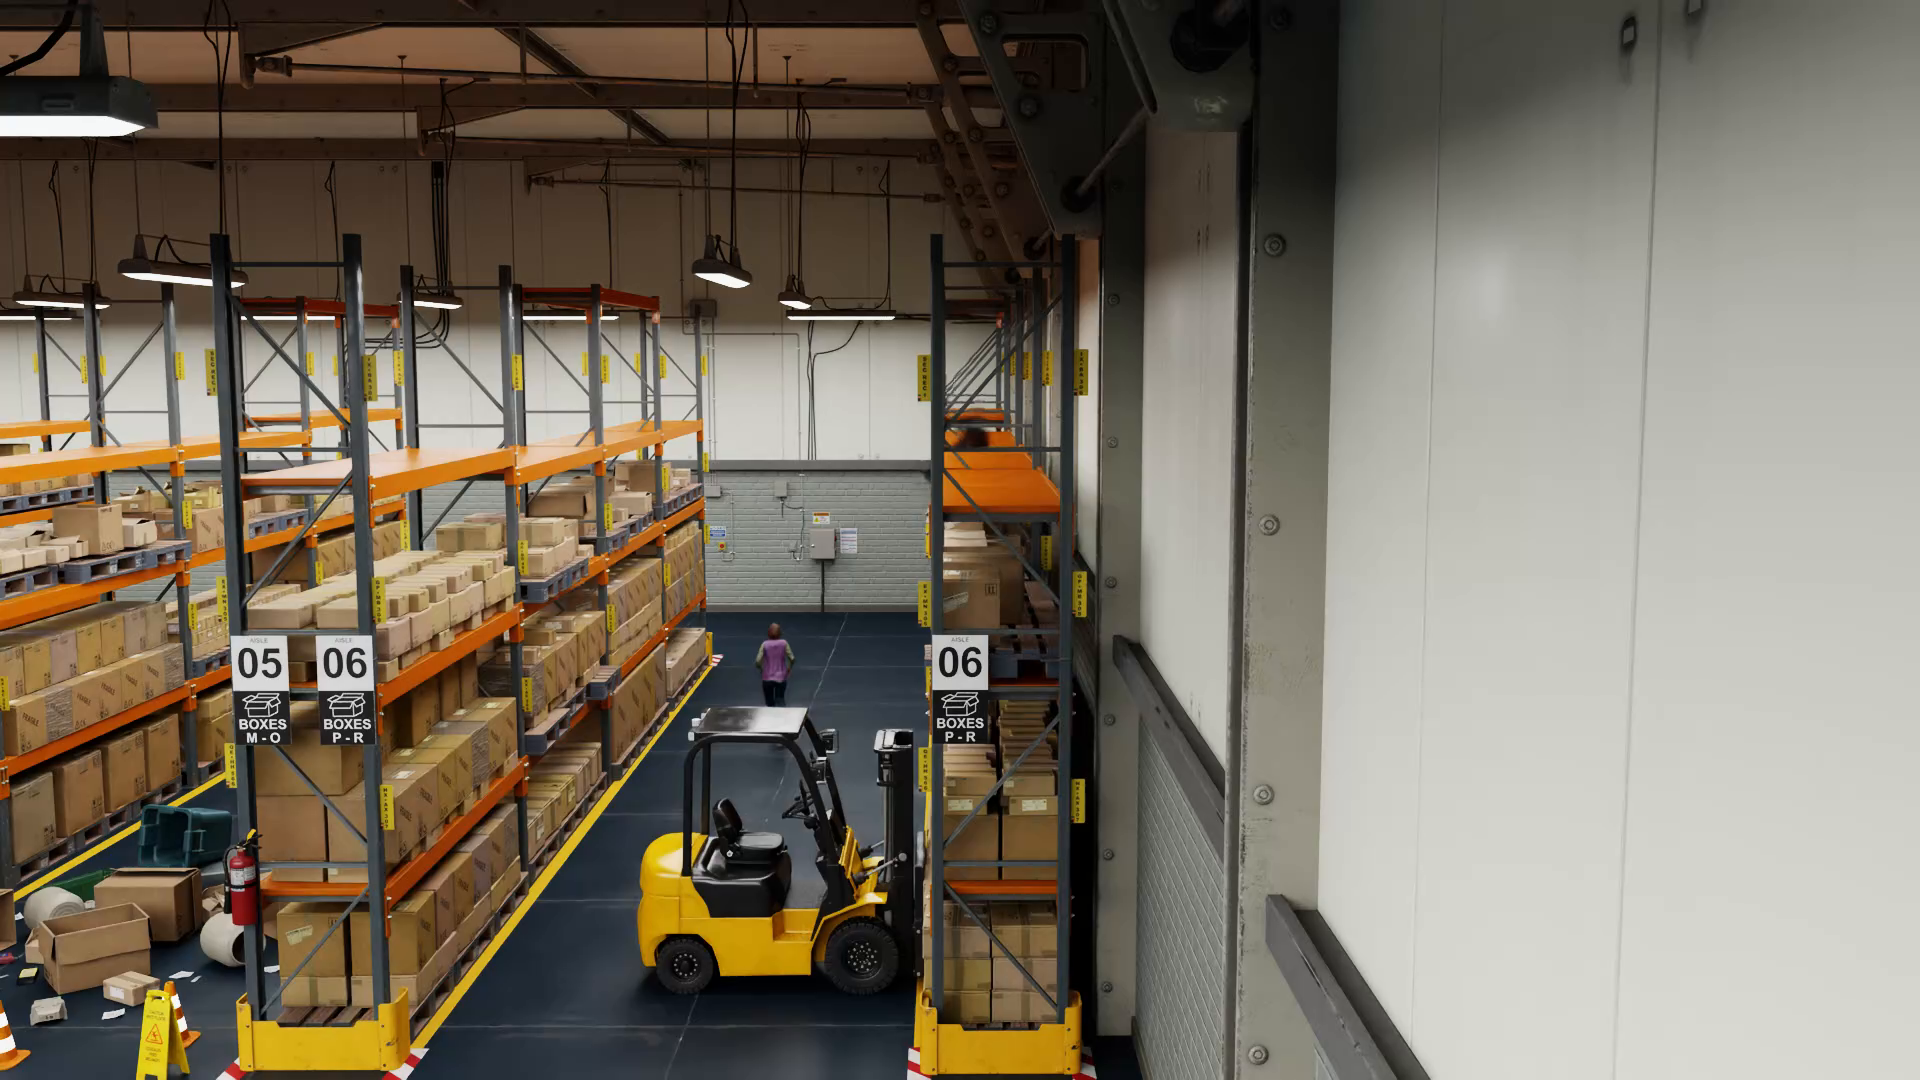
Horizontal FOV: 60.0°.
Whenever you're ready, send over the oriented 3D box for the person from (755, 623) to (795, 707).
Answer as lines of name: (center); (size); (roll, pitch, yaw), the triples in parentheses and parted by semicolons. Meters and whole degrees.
person: (-2.519, 1.906, 22.673); (0.543, 1.559, 0.540); (-1, 6, -13)
